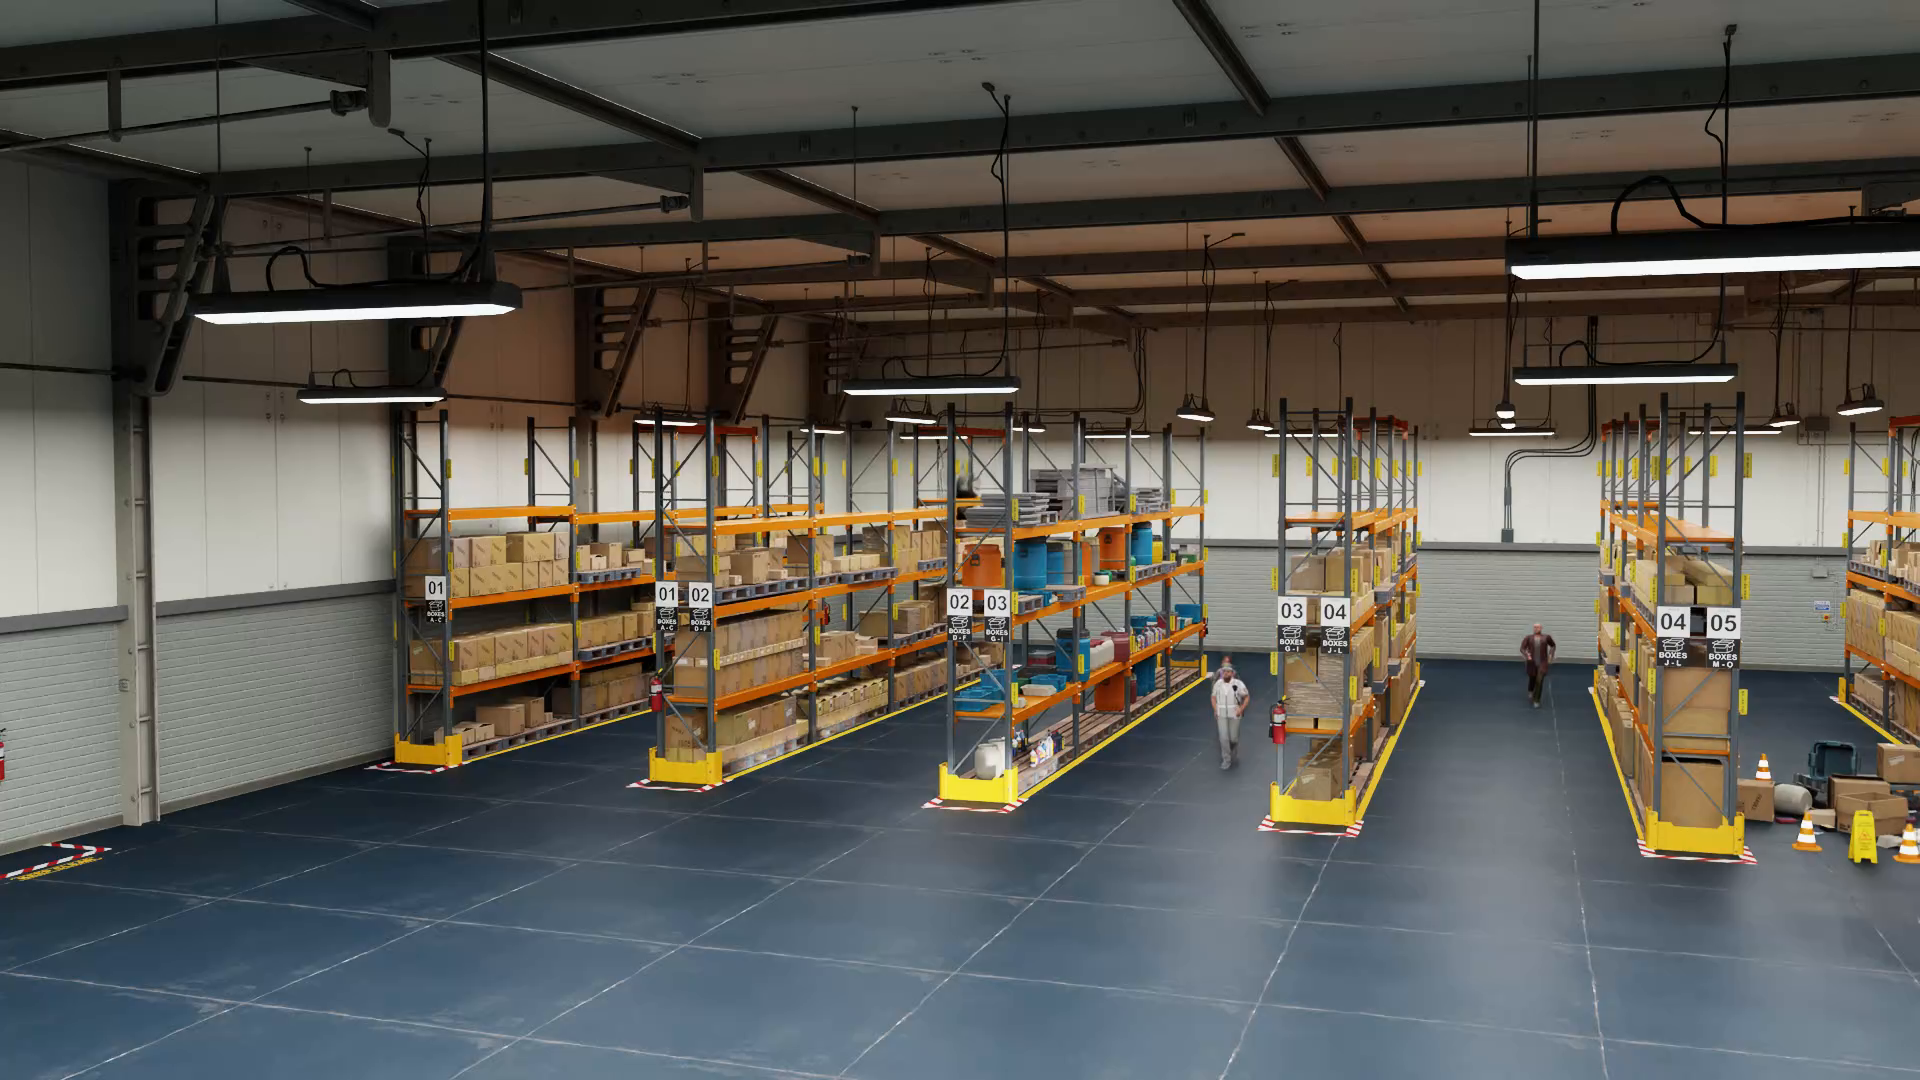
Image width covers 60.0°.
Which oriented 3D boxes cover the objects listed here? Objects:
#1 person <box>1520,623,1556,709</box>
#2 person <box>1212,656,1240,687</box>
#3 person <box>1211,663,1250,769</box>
[{"bbox_3d":[12.197,2.627,35.096,0.719,1.777,0.901,1,3,23],"label":"person"},{"bbox_3d":[4.932,2.915,30.716,0.537,1.561,0.590,0,2,4],"label":"person"},{"bbox_3d":[4.529,2.938,27.973,0.658,1.763,0.568,1,3,19],"label":"person"}]
